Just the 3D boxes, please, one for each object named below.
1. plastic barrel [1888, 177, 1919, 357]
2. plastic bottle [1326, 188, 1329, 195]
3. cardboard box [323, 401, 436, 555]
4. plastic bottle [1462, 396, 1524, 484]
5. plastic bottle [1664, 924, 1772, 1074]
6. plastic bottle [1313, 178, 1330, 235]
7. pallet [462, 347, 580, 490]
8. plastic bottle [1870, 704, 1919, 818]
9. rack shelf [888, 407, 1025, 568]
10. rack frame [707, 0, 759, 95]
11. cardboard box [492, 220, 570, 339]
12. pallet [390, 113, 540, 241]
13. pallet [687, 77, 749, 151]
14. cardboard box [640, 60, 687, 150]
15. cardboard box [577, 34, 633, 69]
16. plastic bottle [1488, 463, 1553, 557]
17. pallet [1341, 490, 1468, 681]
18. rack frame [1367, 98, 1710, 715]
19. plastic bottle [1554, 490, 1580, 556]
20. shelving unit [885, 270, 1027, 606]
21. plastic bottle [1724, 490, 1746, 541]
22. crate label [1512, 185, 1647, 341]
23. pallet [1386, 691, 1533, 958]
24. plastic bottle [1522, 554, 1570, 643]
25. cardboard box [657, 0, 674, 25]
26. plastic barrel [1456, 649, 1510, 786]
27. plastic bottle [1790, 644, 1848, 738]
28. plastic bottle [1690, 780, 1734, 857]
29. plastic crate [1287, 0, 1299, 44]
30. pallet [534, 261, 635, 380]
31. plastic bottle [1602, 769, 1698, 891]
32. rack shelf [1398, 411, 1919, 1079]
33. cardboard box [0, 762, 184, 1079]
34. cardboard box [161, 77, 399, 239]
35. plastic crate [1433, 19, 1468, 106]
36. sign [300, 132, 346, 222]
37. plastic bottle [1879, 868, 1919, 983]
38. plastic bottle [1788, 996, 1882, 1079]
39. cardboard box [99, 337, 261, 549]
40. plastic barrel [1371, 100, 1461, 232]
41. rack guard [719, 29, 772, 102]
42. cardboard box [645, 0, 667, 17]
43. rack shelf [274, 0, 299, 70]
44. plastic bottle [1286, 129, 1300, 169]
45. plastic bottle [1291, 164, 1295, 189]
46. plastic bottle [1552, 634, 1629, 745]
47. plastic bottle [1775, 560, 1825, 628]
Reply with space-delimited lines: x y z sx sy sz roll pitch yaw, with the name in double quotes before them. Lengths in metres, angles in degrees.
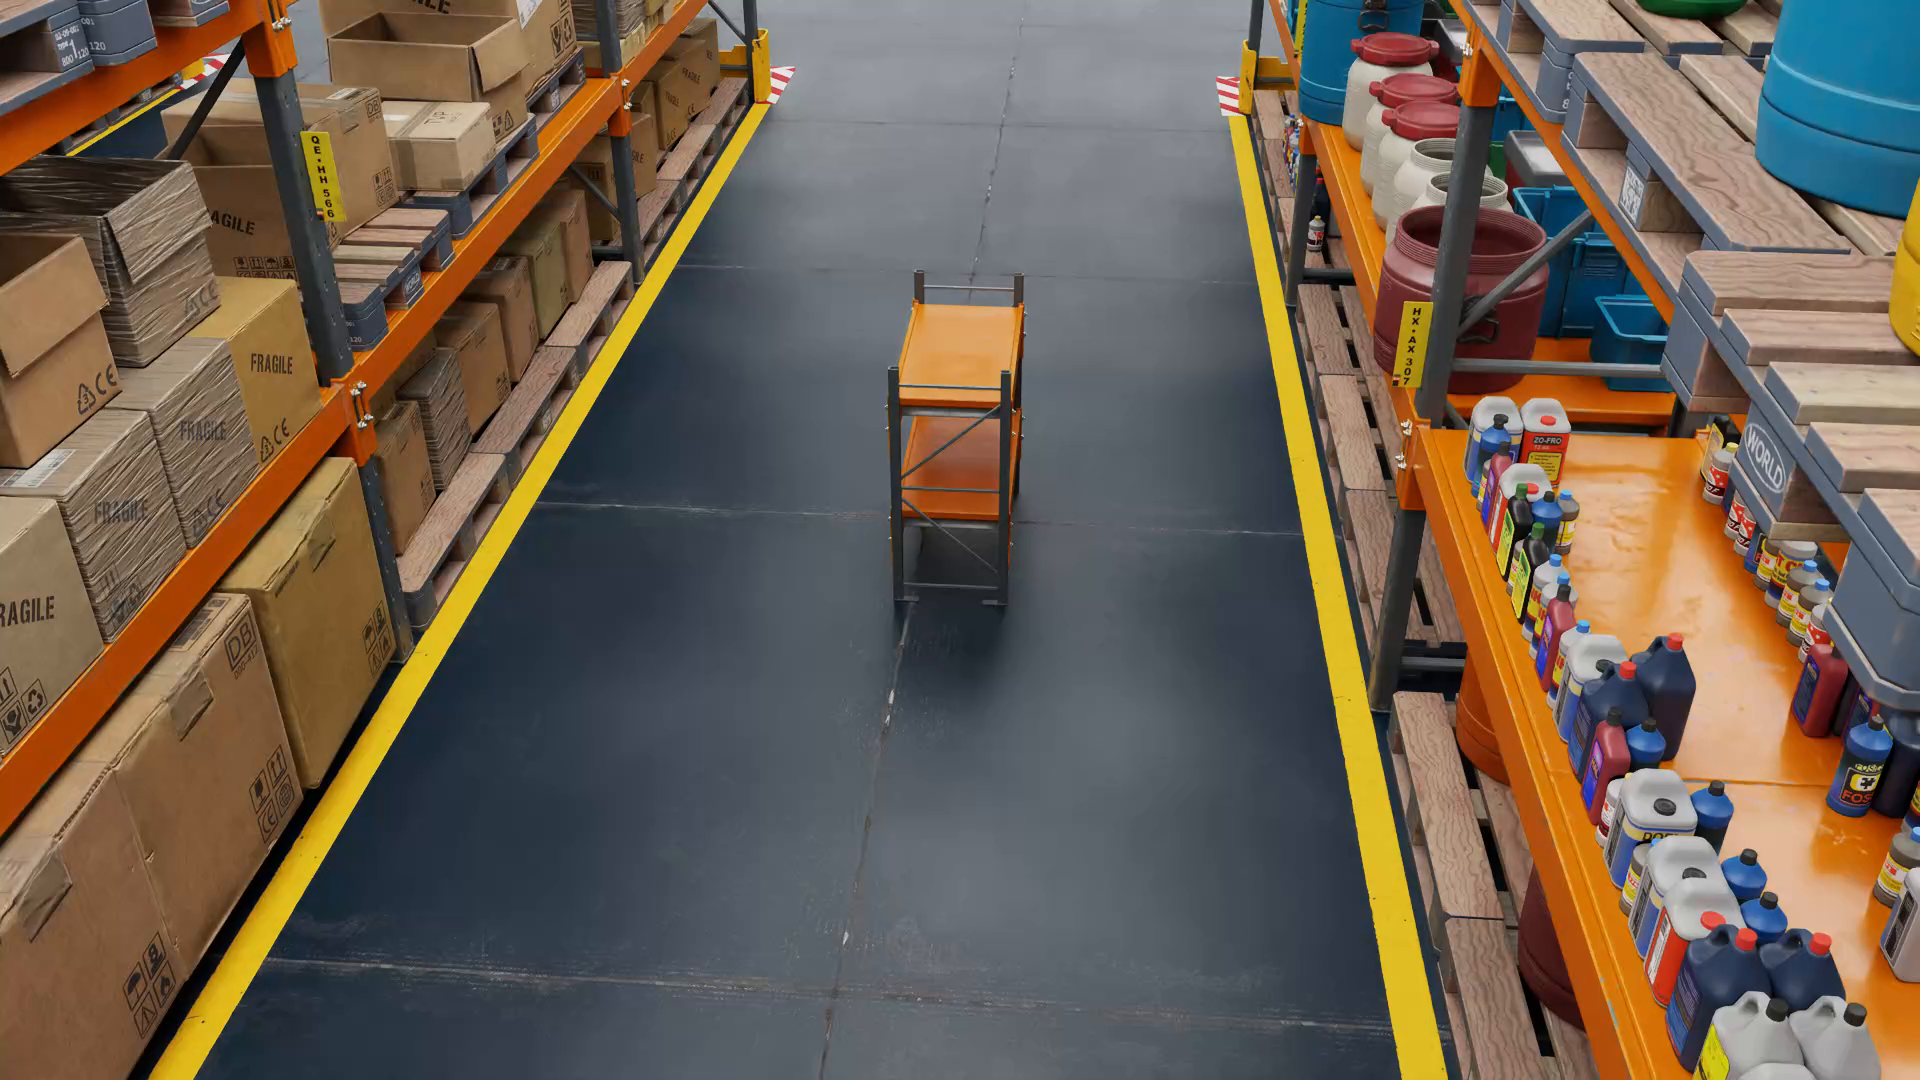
"plastic barrel" 1.686 -0.526 2.306 0.600 0.588 0.600 0 32 0
"plastic bottle" 2.395 -2.172 10.591 0.152 0.276 0.135 2 32 4
"cardboard box" -2.763 -0.282 7.311 0.700 0.500 0.500 1 32 1
"plastic bottle" 1.782 -0.331 5.546 0.152 0.276 0.135 2 32 4
"plastic bottle" 1.577 0.925 3.436 0.144 0.351 0.185 2 32 4
"plastic bottle" 2.230 -2.096 10.398 0.144 0.351 0.185 2 32 3
"pallet" -2.630 -0.665 8.628 1.003 0.211 1.213 2 32 4
"plastic bottle" 2.358 0.500 4.126 0.144 0.351 0.185 2 32 4
"rack shelf" -0.001 -0.267 7.577 0.538 0.278 1.000 2 32 4
"rack frame" -2.146 -4.991 12.989 1.000 3.000 0.127 2 32 4
"cardboard box" -2.601 -1.453 9.213 0.700 0.500 0.500 2 32 4
"pallet" -2.677 -1.763 7.934 1.003 0.211 1.213 2 32 4
"pallet" -2.254 -3.341 12.969 1.003 0.211 1.213 2 32 4
"cardboard box" -2.298 -3.139 11.967 0.500 0.500 0.500 5 32 9
"cardboard box" -2.154 -2.892 9.823 0.380 0.149 0.250 2 32 4
"plastic bottle" 1.744 -0.089 5.153 0.152 0.276 0.135 2 32 4
"pallet" 2.241 0.188 7.244 1.003 0.211 1.213 2 32 4
"rack frame" 2.139 -0.596 5.858 1.000 3.000 0.127 2 32 4
"plastic bottle" 1.870 -0.061 5.180 0.097 0.201 0.097 0 32 0
"shelving unit" -0.001 -0.475 7.449 0.538 1.125 1.048 2 32 4
"plastic bottle" 2.485 -0.101 5.245 0.097 0.201 0.097 0 32 0
"crate label" 2.490 -1.119 6.673 0.502 0.435 0.616 2 32 4
"pallet" 2.117 1.005 5.918 1.003 0.211 1.213 2 32 4
"plastic bottle" 1.678 0.163 4.749 0.097 0.271 0.097 0 32 0
"cardboard box" -2.056 -3.414 10.670 0.380 0.149 0.250 2 32 4
"plastic barrel" 2.116 0.406 5.901 0.600 0.830 0.708 2 32 4
"plastic bottle" 2.280 0.372 4.399 0.061 0.283 0.133 2 32 4
"plastic bottle" 1.750 0.680 3.910 0.097 0.271 0.097 0 32 0
"plastic crate" 2.284 -3.215 10.249 0.499 0.251 0.616 2 32 4
"pallet" -2.534 -1.305 9.666 1.003 0.211 1.213 2 32 4
"plastic bottle" 1.624 0.682 3.902 0.152 0.276 0.135 2 32 4
"rack shelf" 1.976 0.756 4.350 1.077 0.370 4.000 2 32 4
"cardboard box" -3.019 1.207 4.557 1.225 0.875 0.875 1 32 2
"cardboard box" -2.847 -1.609 7.006 0.700 0.500 0.500 7 32 11
"plastic crate" 2.730 -2.448 8.803 0.402 0.464 0.583 2 32 4
"sign" -2.244 -1.278 5.862 0.100 0.325 0.005 2 32 4
"plastic bottle" 2.155 0.832 3.659 0.152 0.276 0.135 2 32 4
"plastic bottle" 1.706 1.028 3.269 0.144 0.351 0.185 2 32 4
"cardboard box" -2.637 -0.321 5.316 0.500 0.500 0.500 2 32 4
"plastic barrel" 2.073 -1.645 7.430 0.433 0.535 0.433 0 32 0
"rack guard" -2.152 -3.887 13.580 1.175 0.500 0.348 2 32 4
"cardboard box" -2.298 -3.561 10.290 0.875 0.500 0.500 2 32 4
"rack shelf" -2.634 -2.824 7.300 1.077 0.370 4.000 2 32 4
"plastic bottle" 2.304 -2.691 11.439 0.097 0.271 0.097 0 32 0
"plastic bottle" 2.272 -2.450 11.114 0.097 0.201 0.097 0 32 0
"plastic bottle" 1.669 0.395 4.369 0.152 0.276 0.135 2 32 4
"plastic bottle" 2.446 0.153 4.832 0.097 0.201 0.097 0 32 0
